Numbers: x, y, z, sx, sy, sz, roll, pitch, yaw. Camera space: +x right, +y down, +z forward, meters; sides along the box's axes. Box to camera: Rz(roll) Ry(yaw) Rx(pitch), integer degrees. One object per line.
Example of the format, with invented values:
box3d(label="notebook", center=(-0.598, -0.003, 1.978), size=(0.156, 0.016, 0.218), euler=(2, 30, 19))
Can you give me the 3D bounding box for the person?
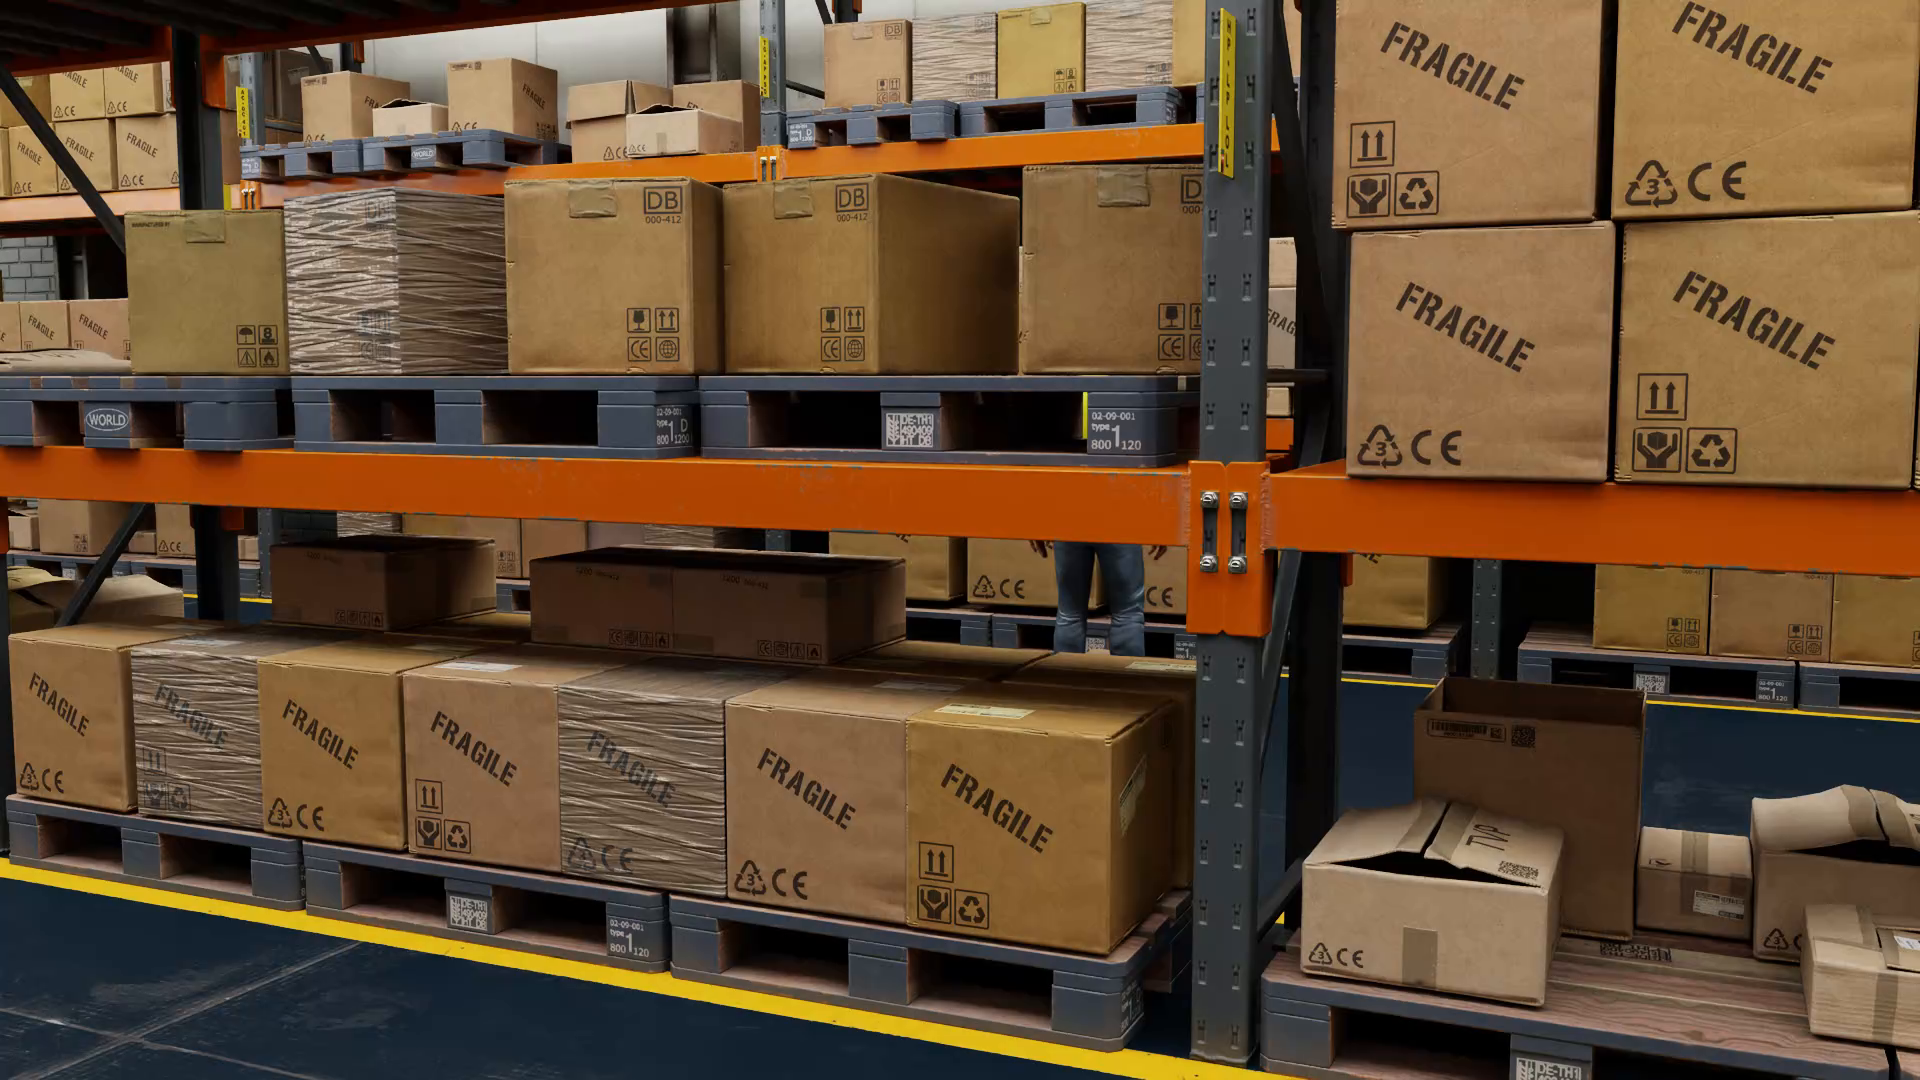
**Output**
box3d(label="person", center=(0.605, -0.084, 7.317), size=(0.638, 1.761, 0.458), euler=(2, 6, 22))
